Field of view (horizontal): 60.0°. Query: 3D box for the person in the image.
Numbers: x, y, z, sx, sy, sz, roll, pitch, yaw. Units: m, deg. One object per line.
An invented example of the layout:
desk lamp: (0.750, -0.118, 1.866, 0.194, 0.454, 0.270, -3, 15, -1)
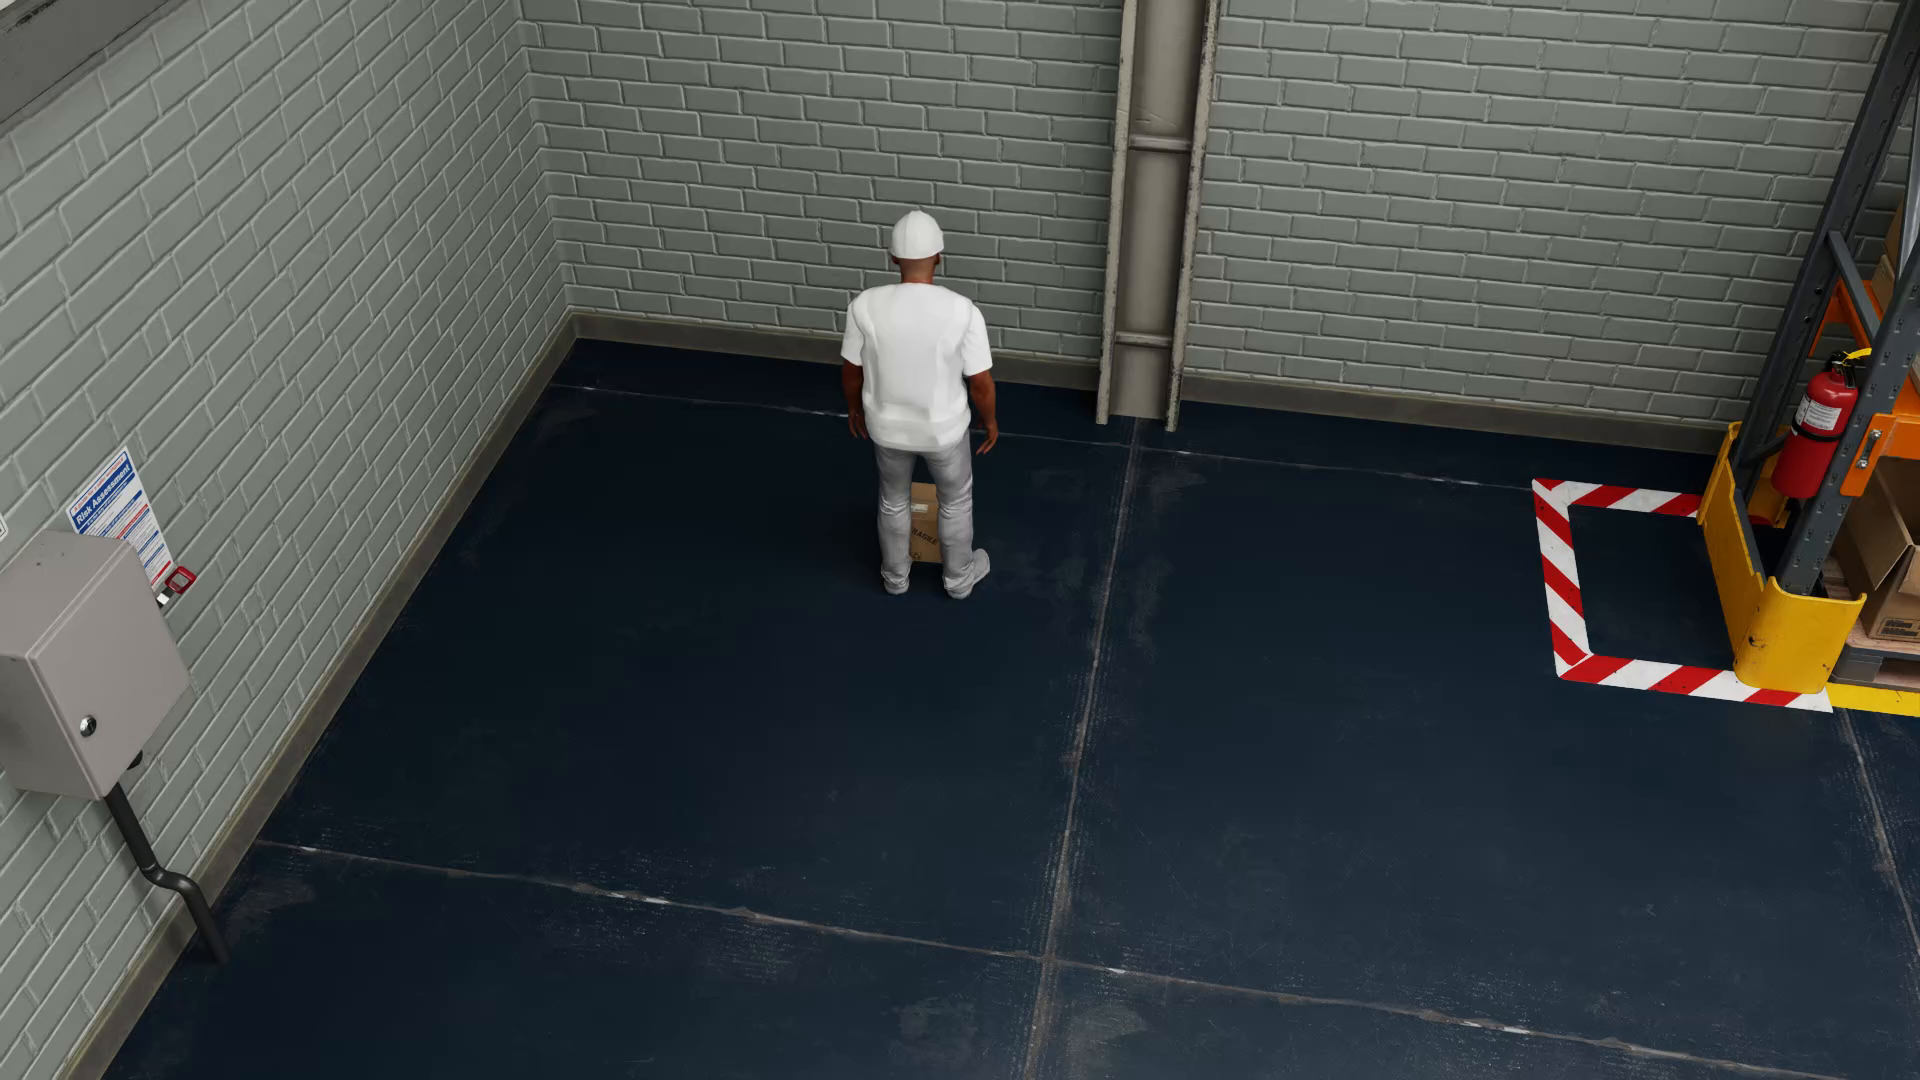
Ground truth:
person: (-0.158, -0.504, 6.736, 0.627, 1.761, 0.456, 7, 41, 8)
